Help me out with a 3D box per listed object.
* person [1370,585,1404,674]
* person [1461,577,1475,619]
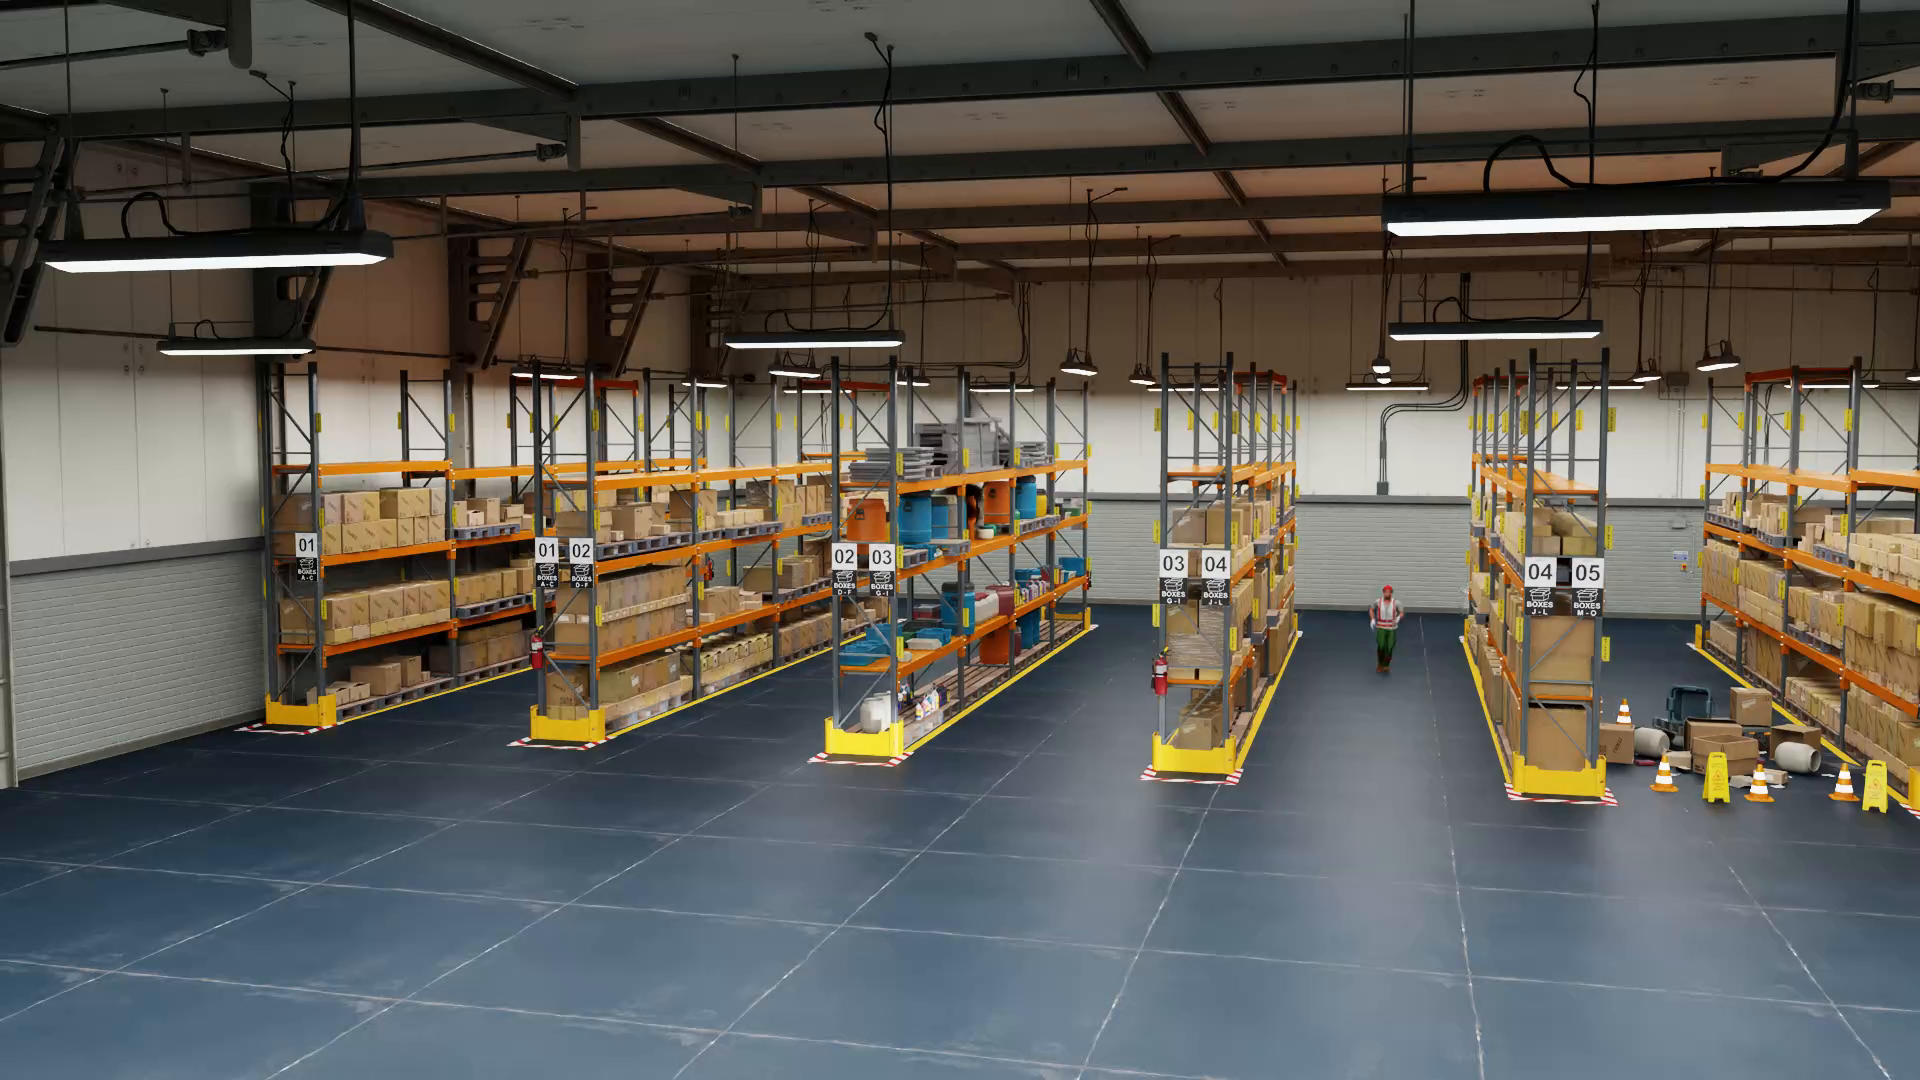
[{"bbox_3d":[8.517,1.789,33.152,0.648,1.781,0.695,1,4,10],"label":"person"},{"bbox_3d":[12.121,1.386,39.395,0.578,1.733,0.819,2,5,32],"label":"person"}]
